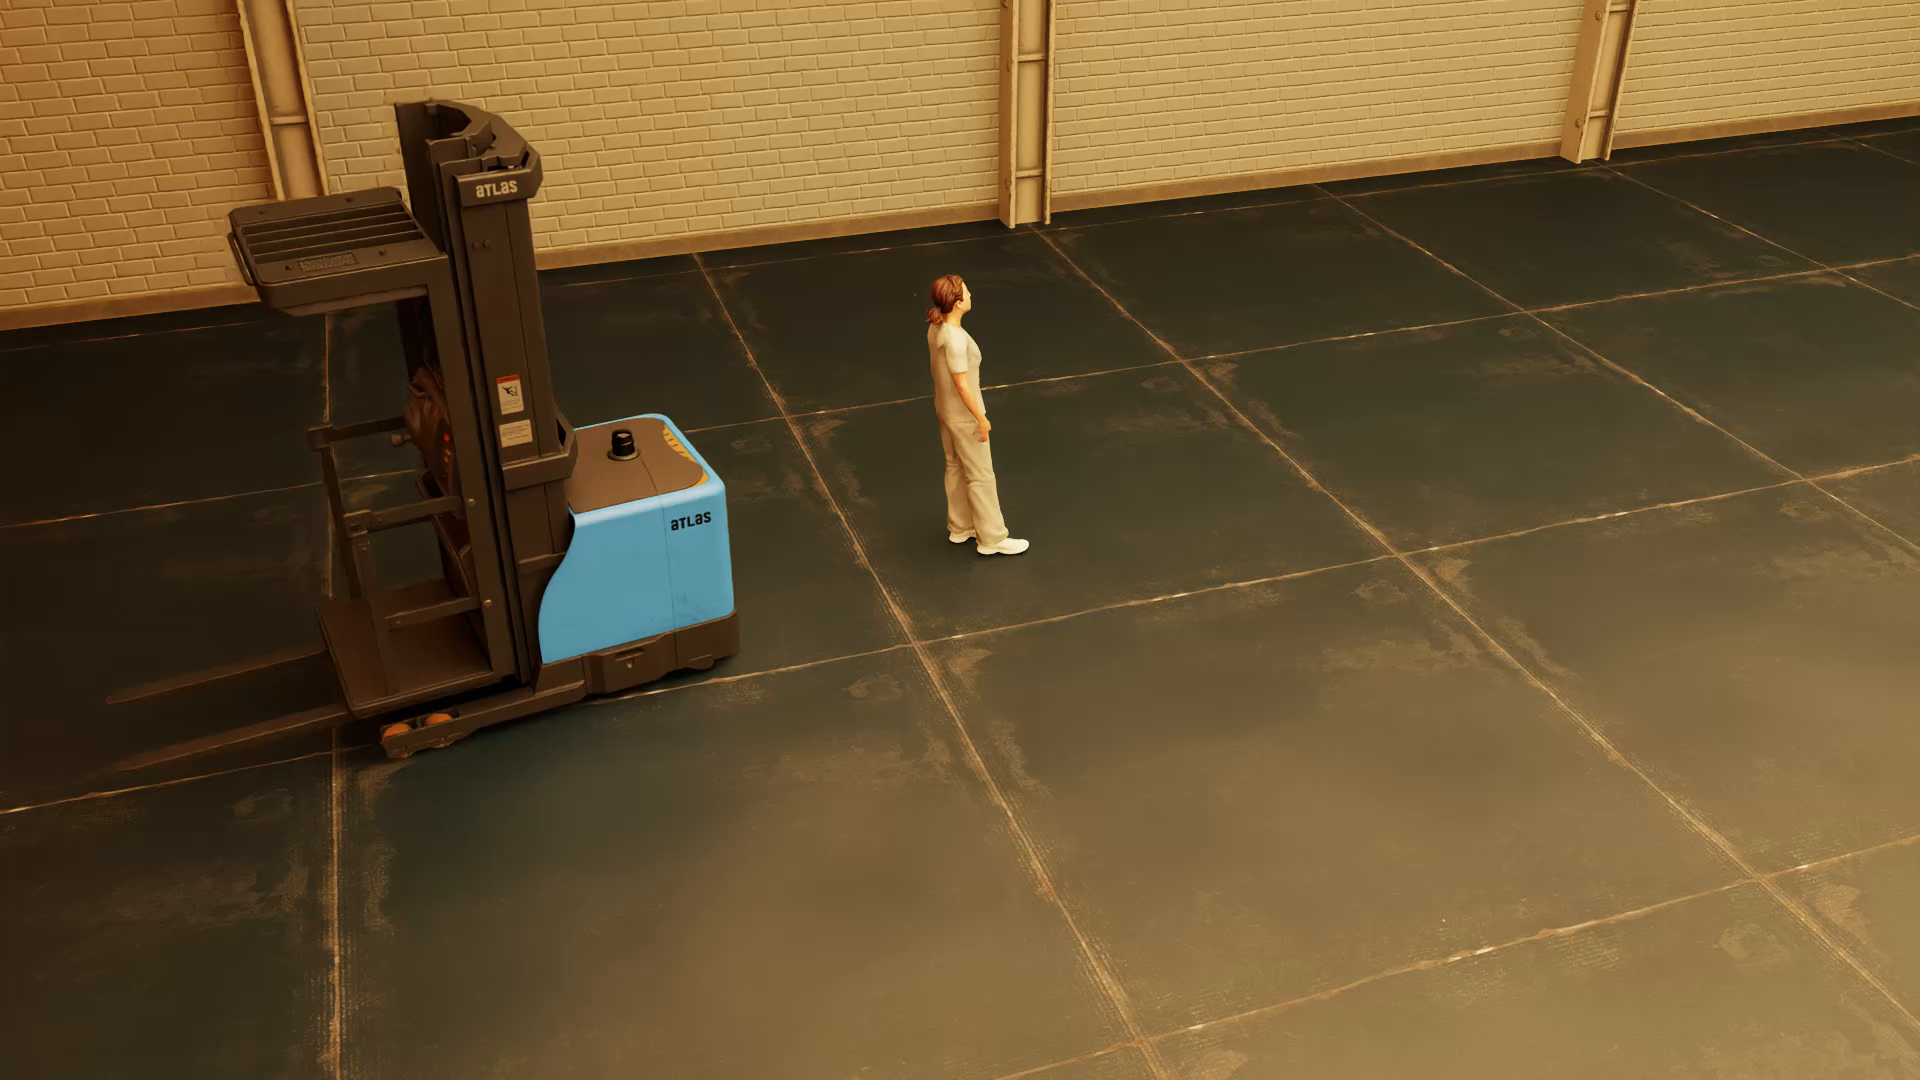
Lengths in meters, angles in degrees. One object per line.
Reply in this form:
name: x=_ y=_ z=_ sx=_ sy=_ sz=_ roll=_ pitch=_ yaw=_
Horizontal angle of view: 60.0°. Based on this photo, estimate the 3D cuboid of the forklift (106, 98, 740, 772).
forklift: x=-2.725 y=-0.499 z=7.955 sx=3.031 sy=2.935 sz=1.130 roll=-15 pitch=33 yaw=-24

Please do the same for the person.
person: x=0.074 y=-0.738 z=9.614 sx=0.549 sy=1.675 sz=0.550 roll=-10 pitch=31 yaw=-16
